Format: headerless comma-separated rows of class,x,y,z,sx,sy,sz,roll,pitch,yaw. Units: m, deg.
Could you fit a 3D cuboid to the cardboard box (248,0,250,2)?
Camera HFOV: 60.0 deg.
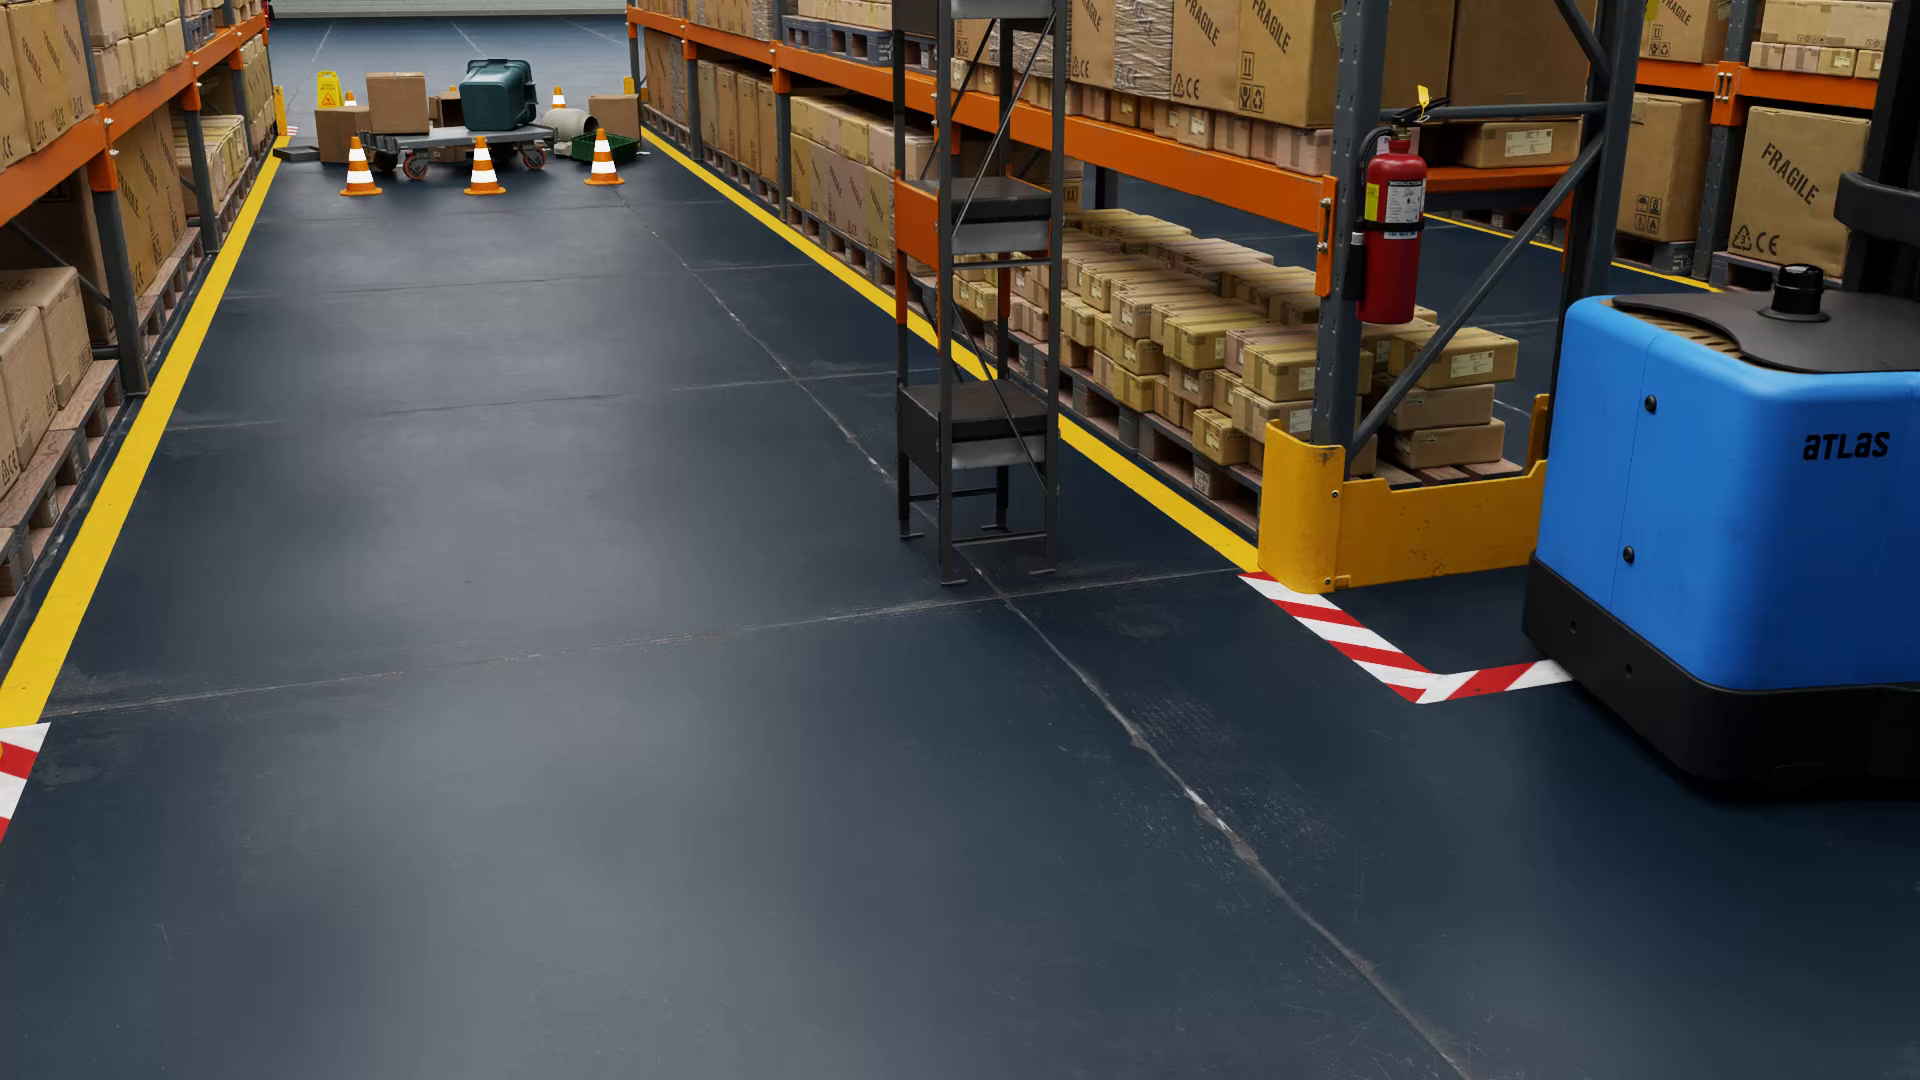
cardboard box,-7.186,-5.452,16.071,0.500,0.500,0.500,-6,21,-17

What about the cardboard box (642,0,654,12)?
cardboard box,-2.989,-6.045,18.086,0.875,0.550,0.550,-6,21,-17

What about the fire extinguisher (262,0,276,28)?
fire extinguisher,-7.665,-5.946,18.149,0.296,0.674,0.183,-6,21,-17

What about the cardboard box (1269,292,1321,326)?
cardboard box,1.473,-0.902,6.707,0.380,0.149,0.250,-7,21,-20

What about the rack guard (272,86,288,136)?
rack guard,-8.042,-4.696,18.252,1.175,0.500,0.348,-6,21,-17

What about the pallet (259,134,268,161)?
pallet,-7.441,-3.905,16.476,1.003,0.211,1.213,-6,21,-17

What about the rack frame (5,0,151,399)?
rack frame,-4.294,-2.046,7.176,1.000,3.000,0.127,-6,21,-17

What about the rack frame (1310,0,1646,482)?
rack frame,1.630,-1.321,5.157,1.000,3.000,0.127,-6,21,-17

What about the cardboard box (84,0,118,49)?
cardboard box,-4.165,-2.382,7.593,0.500,0.250,0.500,-7,21,-19

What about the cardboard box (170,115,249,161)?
cardboard box,-6.642,-3.406,14.229,0.950,0.372,0.625,-6,21,-17

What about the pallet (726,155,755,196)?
pallet,-1.440,-3.228,14.590,1.003,0.211,1.213,-6,21,-17

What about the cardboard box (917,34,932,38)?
cardboard box,-0.022,-2.874,9.230,0.380,0.149,0.250,-6,21,-17

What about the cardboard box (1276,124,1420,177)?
cardboard box,1.259,-1.277,5.407,0.380,0.149,0.250,-6,21,-17

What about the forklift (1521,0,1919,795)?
forklift,3.228,-0.959,4.251,3.031,2.935,1.130,-3,20,-7

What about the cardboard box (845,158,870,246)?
cardboard box,-0.417,-2.166,10.587,0.500,0.500,0.500,-7,21,-18

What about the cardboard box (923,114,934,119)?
cardboard box,0.066,-2.579,10.626,0.500,0.250,0.500,-6,20,-15

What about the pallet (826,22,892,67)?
pallet,-0.223,-3.167,10.580,1.003,0.211,1.213,-6,21,-17

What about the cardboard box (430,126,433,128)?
cardboard box,-5.737,-4.350,17.806,0.380,0.149,0.250,4,20,11

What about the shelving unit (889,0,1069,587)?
shelving unit,0.052,-0.935,5.414,0.431,2.100,0.503,-6,21,-17

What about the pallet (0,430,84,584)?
pallet,-3.743,-0.089,5.853,1.003,0.211,1.213,-6,21,-17

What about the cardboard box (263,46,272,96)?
cardboard box,-7.567,-4.924,17.526,0.500,0.500,0.500,-6,21,-17

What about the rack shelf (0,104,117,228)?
rack shelf,-3.666,-1.066,5.511,1.077,0.370,4.000,-6,21,-17

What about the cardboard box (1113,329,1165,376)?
cardboard box,0.853,-0.787,6.827,0.380,0.149,0.250,-6,21,-16

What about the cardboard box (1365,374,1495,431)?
cardboard box,1.709,-0.512,6.061,0.380,0.149,0.250,-5,20,-15

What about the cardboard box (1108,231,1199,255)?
cardboard box,0.942,-1.406,8.108,0.380,0.149,0.250,-6,21,-15

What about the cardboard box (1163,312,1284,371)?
cardboard box,0.997,-0.756,6.300,0.380,0.149,0.250,-7,21,-18

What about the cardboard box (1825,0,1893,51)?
cardboard box,5.164,-2.830,9.139,0.500,0.250,0.500,-6,21,-17

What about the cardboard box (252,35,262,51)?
cardboard box,-7.312,-5.038,16.882,0.380,0.149,0.250,-6,21,-16

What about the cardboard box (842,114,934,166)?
cardboard box,-0.430,-2.525,10.477,0.500,0.250,0.500,-7,21,-20

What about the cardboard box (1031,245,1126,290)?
cardboard box,0.547,-1.266,7.719,0.380,0.149,0.250,-6,21,-16

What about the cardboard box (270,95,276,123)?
cardboard box,-7.549,-4.562,17.627,0.500,0.250,0.500,-6,21,-17

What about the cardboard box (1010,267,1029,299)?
cardboard box,0.459,-1.304,8.266,0.380,0.149,0.250,-7,21,-18

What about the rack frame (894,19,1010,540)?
rack frame,-0.025,-1.013,5.632,0.400,2.100,0.015,-6,21,-17

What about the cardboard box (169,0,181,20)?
cardboard box,-5.158,-3.366,10.333,0.500,0.250,0.500,-6,21,-17

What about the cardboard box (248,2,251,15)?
cardboard box,-7.277,-5.279,16.547,0.380,0.149,0.250,-7,21,-18

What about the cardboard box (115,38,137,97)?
cardboard box,-4.346,-2.311,8.134,0.500,0.250,0.500,-7,21,-19

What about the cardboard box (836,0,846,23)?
cardboard box,-0.594,-3.458,10.858,0.380,0.149,0.250,-6,21,-15

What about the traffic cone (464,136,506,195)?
traffic cone,-4.050,-3.184,14.095,0.336,0.463,0.334,-6,21,-17

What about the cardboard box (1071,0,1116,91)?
cardboard box,0.772,-2.113,6.775,0.500,0.500,0.500,-5,20,-14

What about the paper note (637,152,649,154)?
paper note,-3.213,-3.894,16.713,0.142,0.020,0.147,12,23,30

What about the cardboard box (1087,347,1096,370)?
cardboard box,0.784,-0.821,7.362,0.380,0.149,0.250,-6,21,-16

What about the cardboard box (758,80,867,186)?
cardboard box,-0.990,-3.232,13.184,1.050,0.750,0.750,-7,21,-18

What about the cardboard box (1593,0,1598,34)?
cardboard box,4.387,-3.594,11.336,0.500,0.500,0.500,-7,21,-18

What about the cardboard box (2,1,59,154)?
cardboard box,-3.567,-1.647,5.917,0.500,0.500,0.500,-7,21,-18

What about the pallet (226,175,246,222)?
pallet,-6.176,-2.659,13.008,1.003,0.211,1.213,-6,21,-17

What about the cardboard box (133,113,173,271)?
cardboard box,-5.137,-2.010,9.598,0.875,0.875,0.875,-6,21,-17

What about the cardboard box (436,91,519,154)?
cardboard box,-4.809,-4.192,16.643,0.797,0.637,0.503,-6,21,-17

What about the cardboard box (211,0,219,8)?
cardboard box,-6.120,-4.310,13.230,0.380,0.149,0.250,-6,21,-17

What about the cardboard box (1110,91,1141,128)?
cardboard box,0.839,-1.783,6.816,0.380,0.149,0.250,-6,21,-16

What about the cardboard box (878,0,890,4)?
cardboard box,-0.269,-3.266,9.882,0.380,0.149,0.250,-8,21,-20

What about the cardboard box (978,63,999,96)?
cardboard box,0.303,-2.286,8.214,0.380,0.149,0.250,-6,21,-16

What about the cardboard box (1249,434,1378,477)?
cardboard box,1.267,-0.324,5.976,0.380,0.149,0.250,-6,21,-16

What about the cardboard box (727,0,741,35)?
cardboard box,-1.593,-4.372,13.503,0.500,0.500,0.500,-7,21,-18
